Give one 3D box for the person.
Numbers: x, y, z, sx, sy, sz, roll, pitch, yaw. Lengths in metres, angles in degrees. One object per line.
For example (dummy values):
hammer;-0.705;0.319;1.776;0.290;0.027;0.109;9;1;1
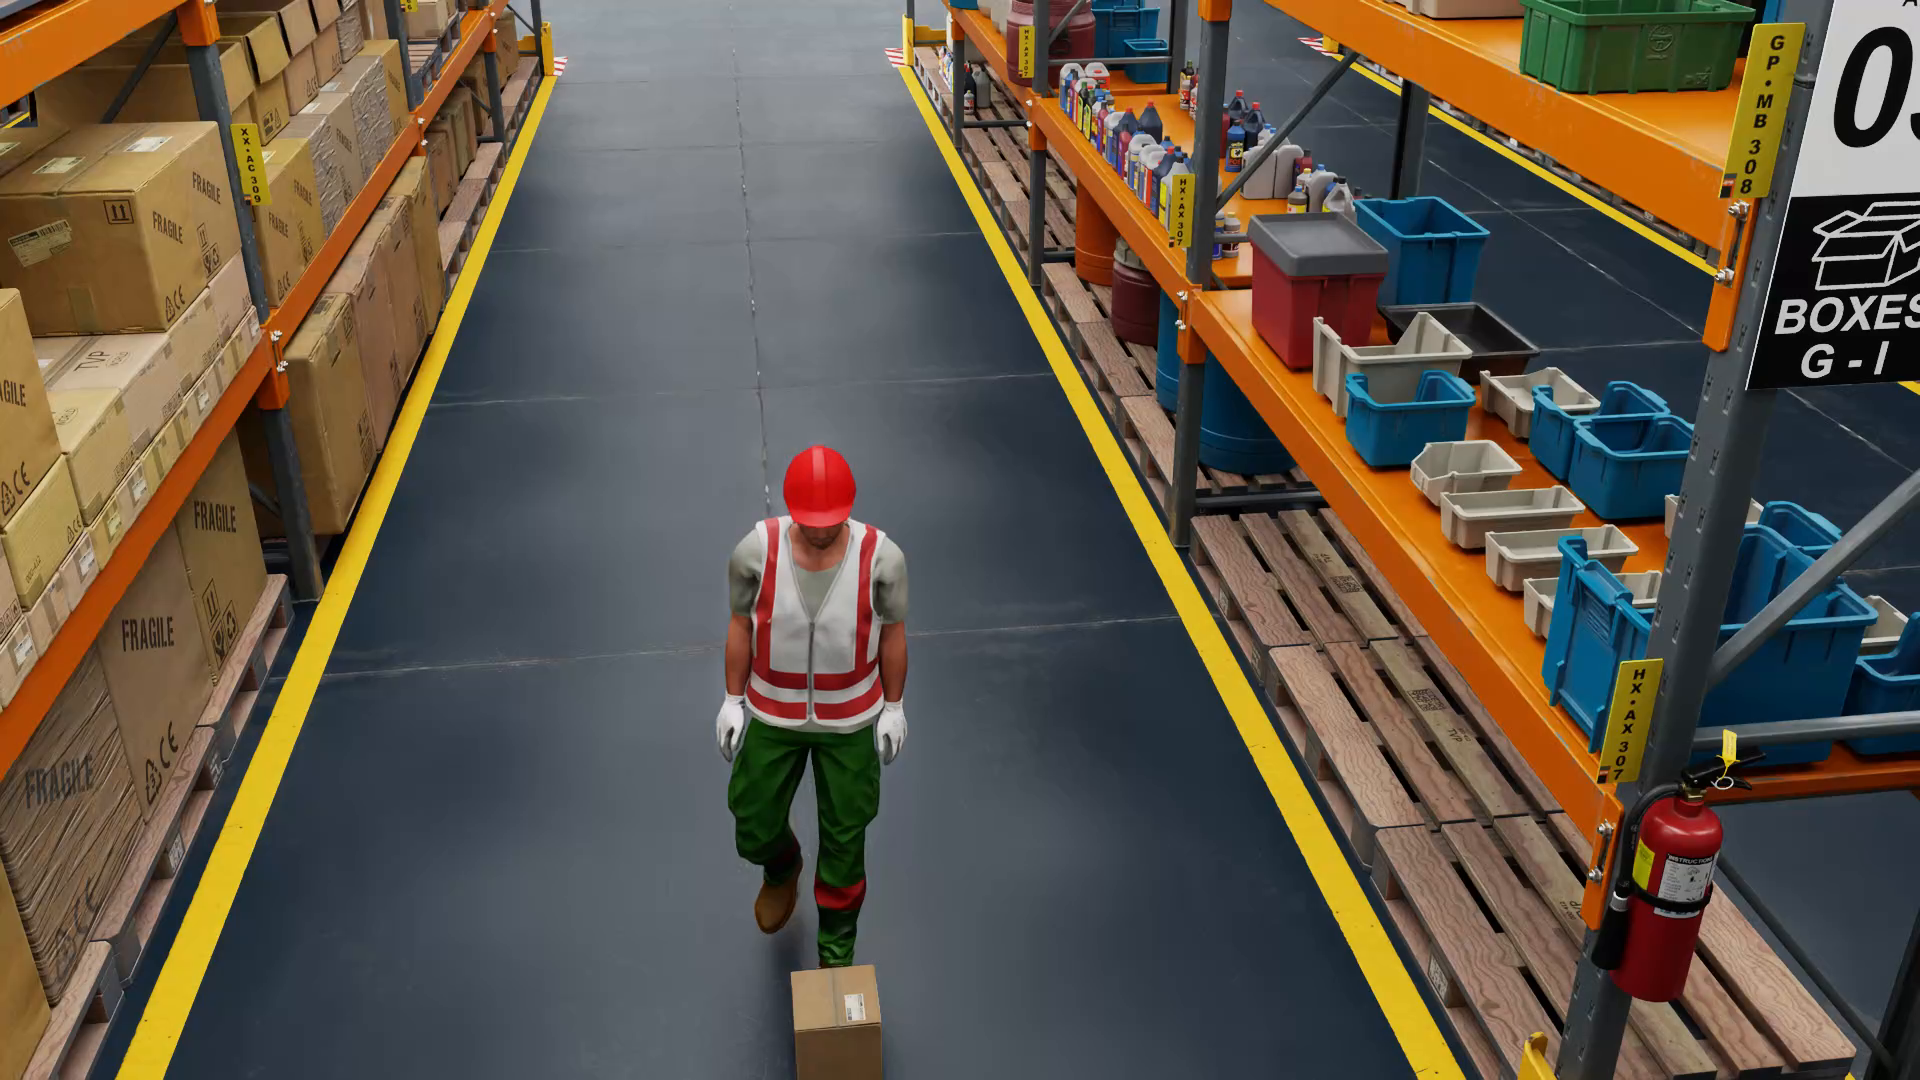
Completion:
person;-0.443;0.557;4.960;0.591;1.780;0.629;-1;27;-2
